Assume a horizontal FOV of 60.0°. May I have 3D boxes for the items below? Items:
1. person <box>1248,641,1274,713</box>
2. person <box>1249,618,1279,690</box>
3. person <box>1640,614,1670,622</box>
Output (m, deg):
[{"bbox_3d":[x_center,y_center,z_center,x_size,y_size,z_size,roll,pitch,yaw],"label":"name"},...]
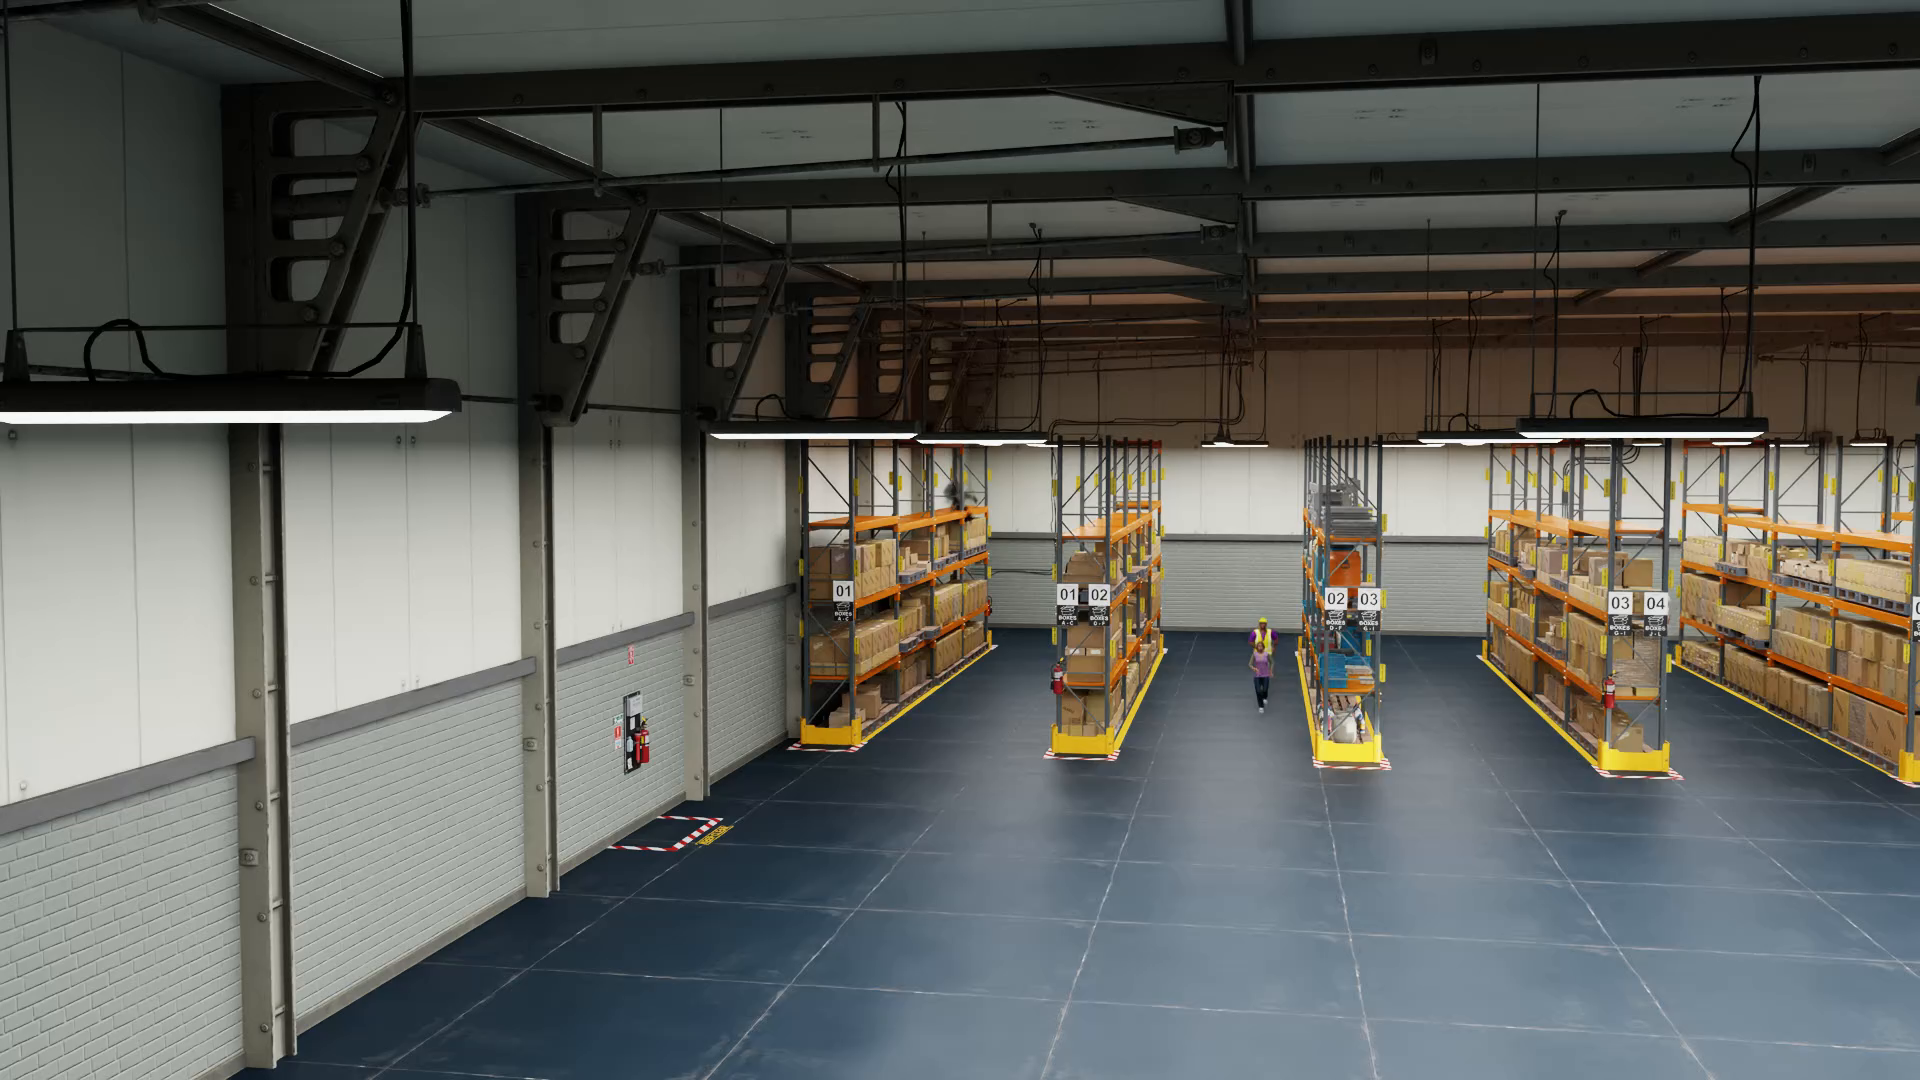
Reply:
[{"bbox_3d":[6.566,2.986,36.252,0.555,1.554,0.563,1,3,12],"label":"person"},{"bbox_3d":[7.174,2.729,39.319,0.691,1.781,0.670,1,3,11],"label":"person"},{"bbox_3d":[19.035,2.414,45.651,0.656,1.711,0.808,-1,3,-12],"label":"person"}]
